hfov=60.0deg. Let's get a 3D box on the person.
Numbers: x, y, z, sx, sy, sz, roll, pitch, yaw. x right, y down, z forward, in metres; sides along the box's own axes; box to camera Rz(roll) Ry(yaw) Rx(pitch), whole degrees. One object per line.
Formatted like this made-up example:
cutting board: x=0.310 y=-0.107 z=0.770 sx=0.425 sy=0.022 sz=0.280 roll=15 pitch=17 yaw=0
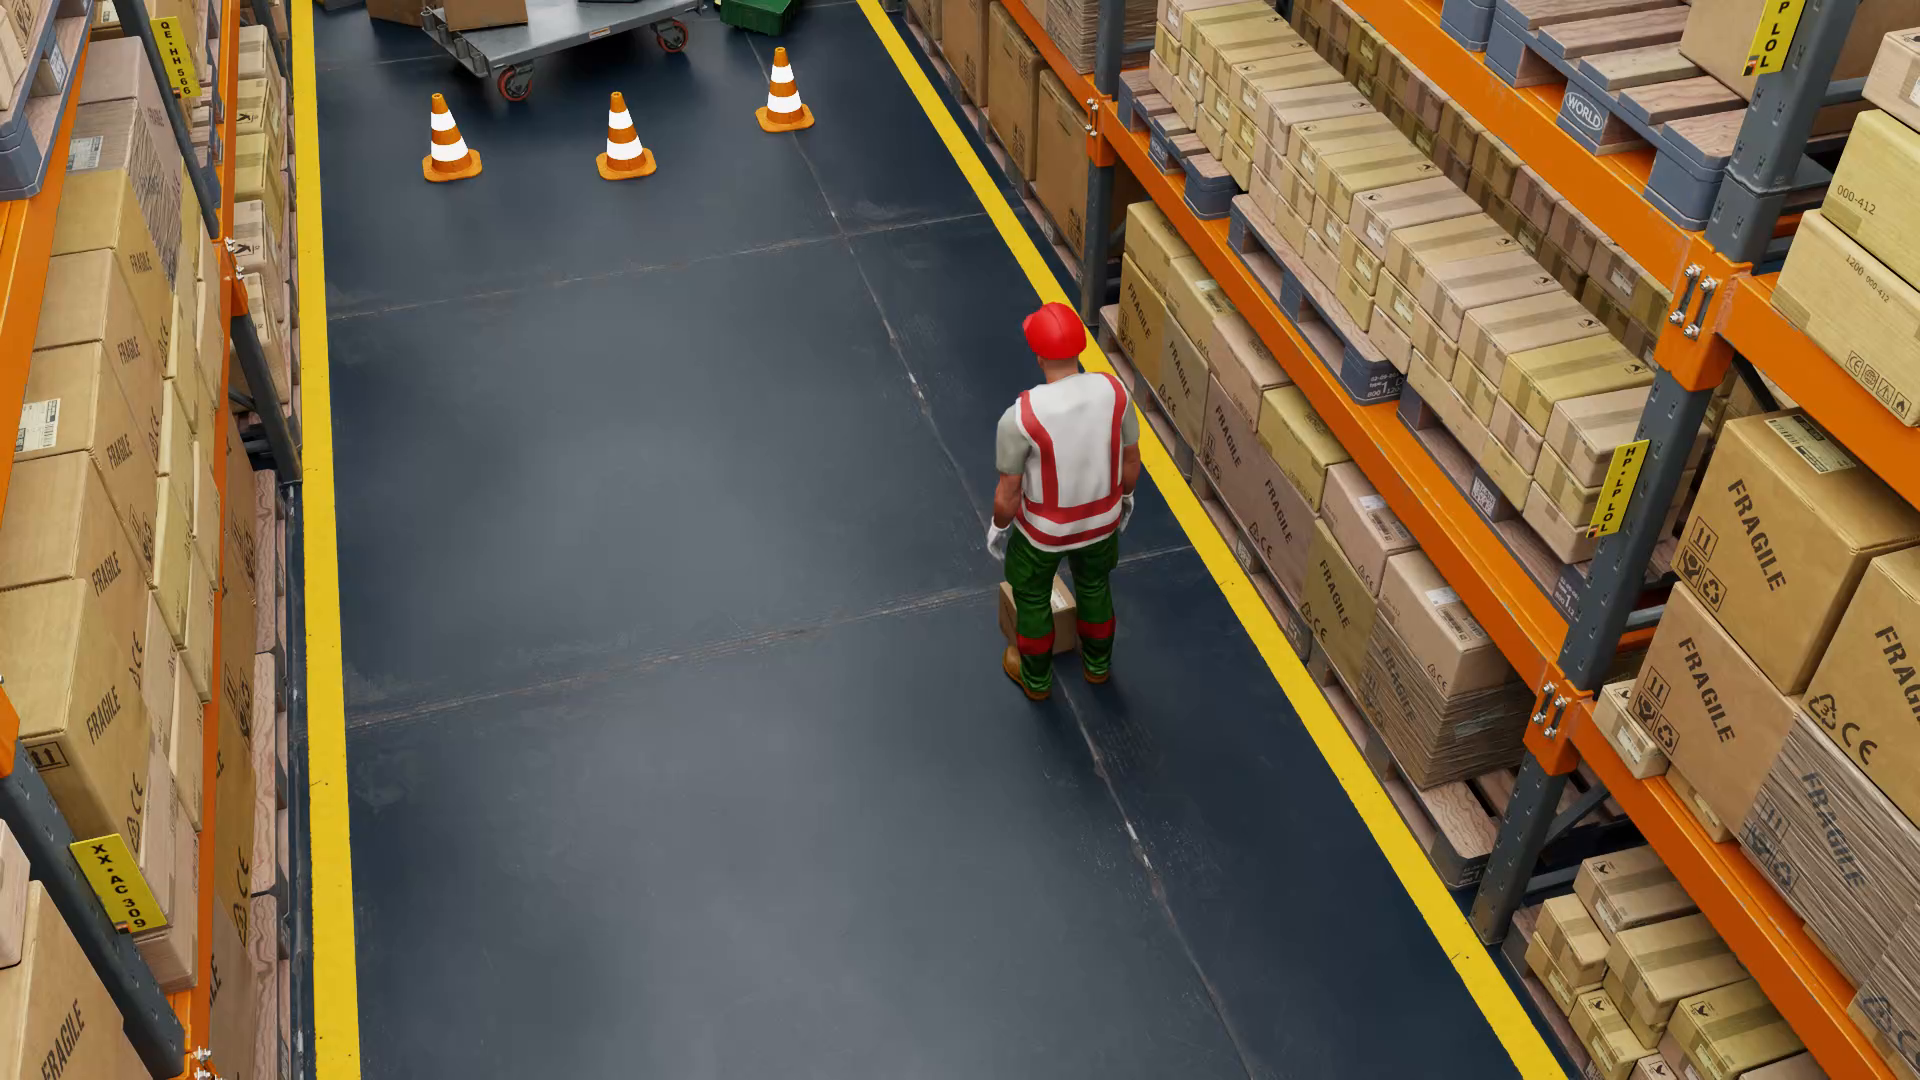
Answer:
person: x=0.384 y=-0.105 z=6.267 sx=0.604 sy=1.777 sz=0.453 roll=-13 pitch=44 yaw=-15
